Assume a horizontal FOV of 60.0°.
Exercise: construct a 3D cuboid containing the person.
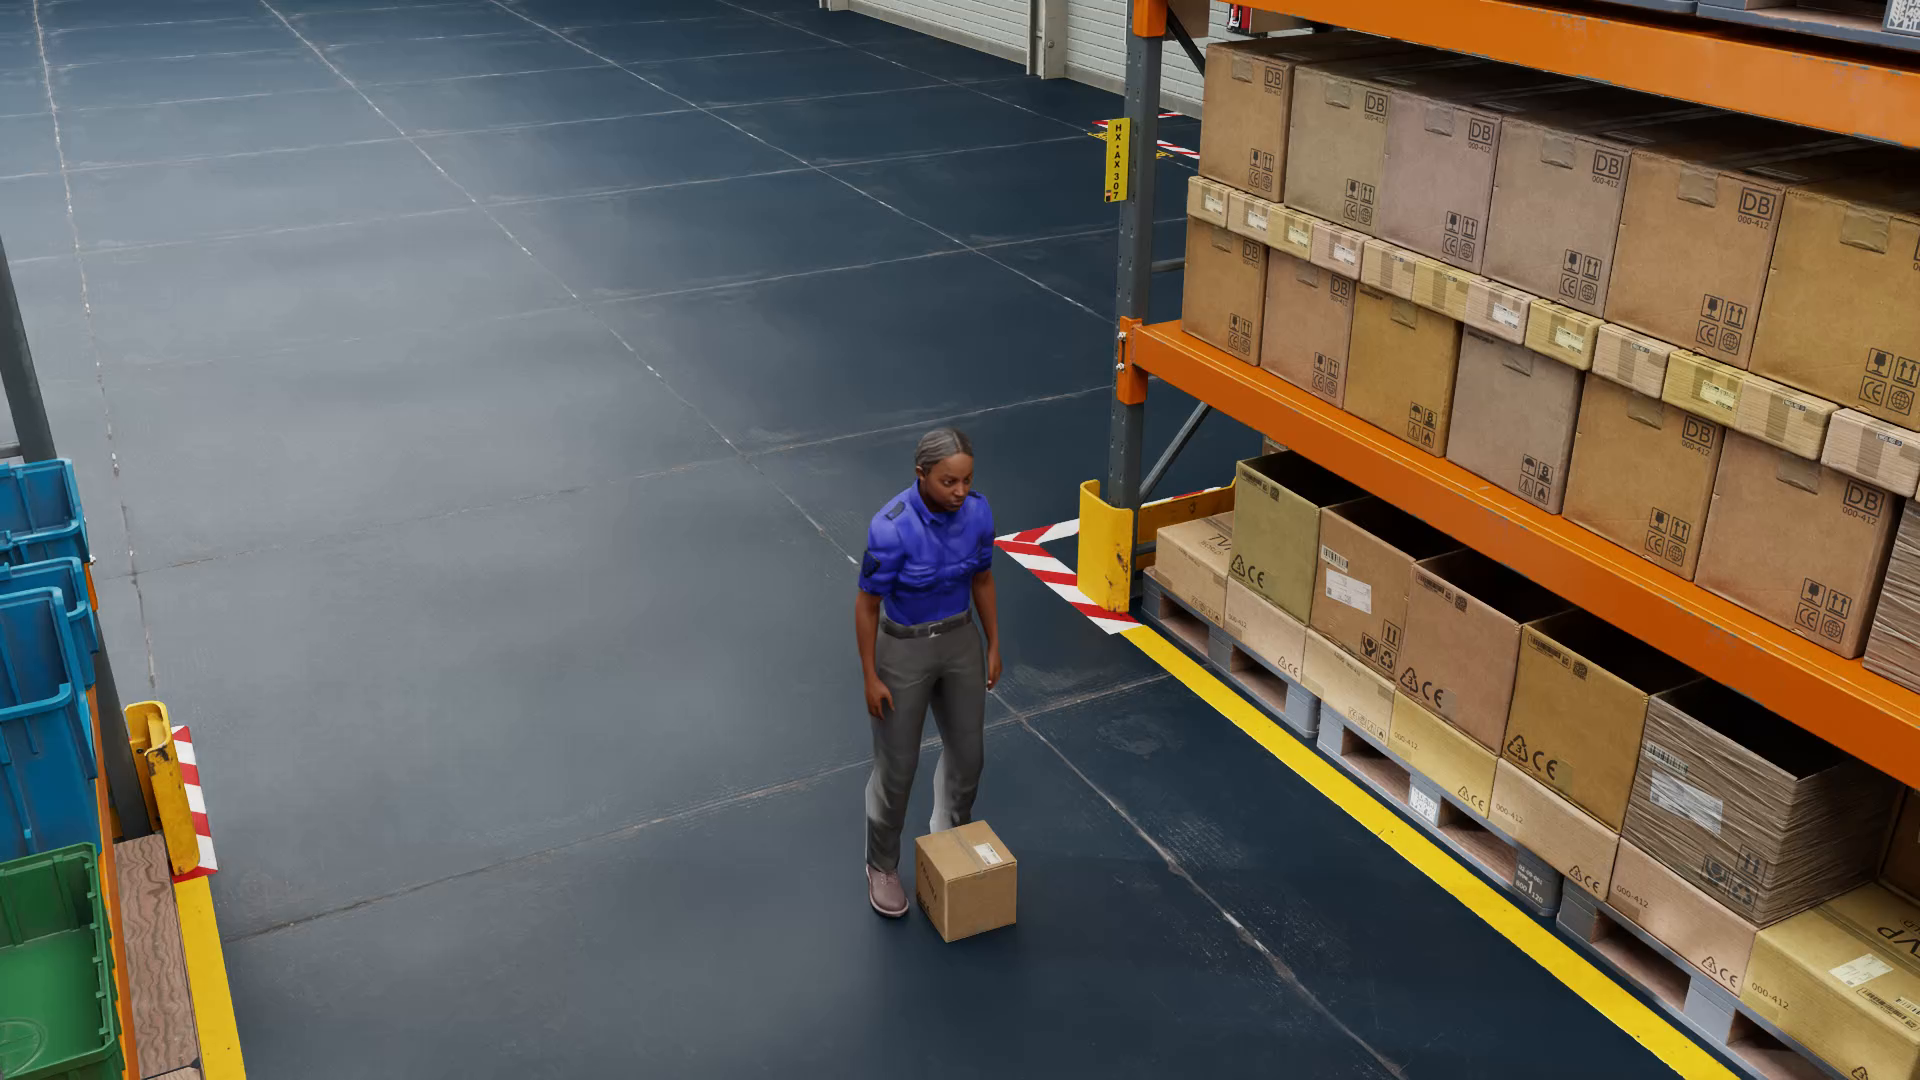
[{"bbox_3d":[-0.097,0.392,5.302,0.517,1.654,0.353,-14,29,-26],"label":"person"}]
